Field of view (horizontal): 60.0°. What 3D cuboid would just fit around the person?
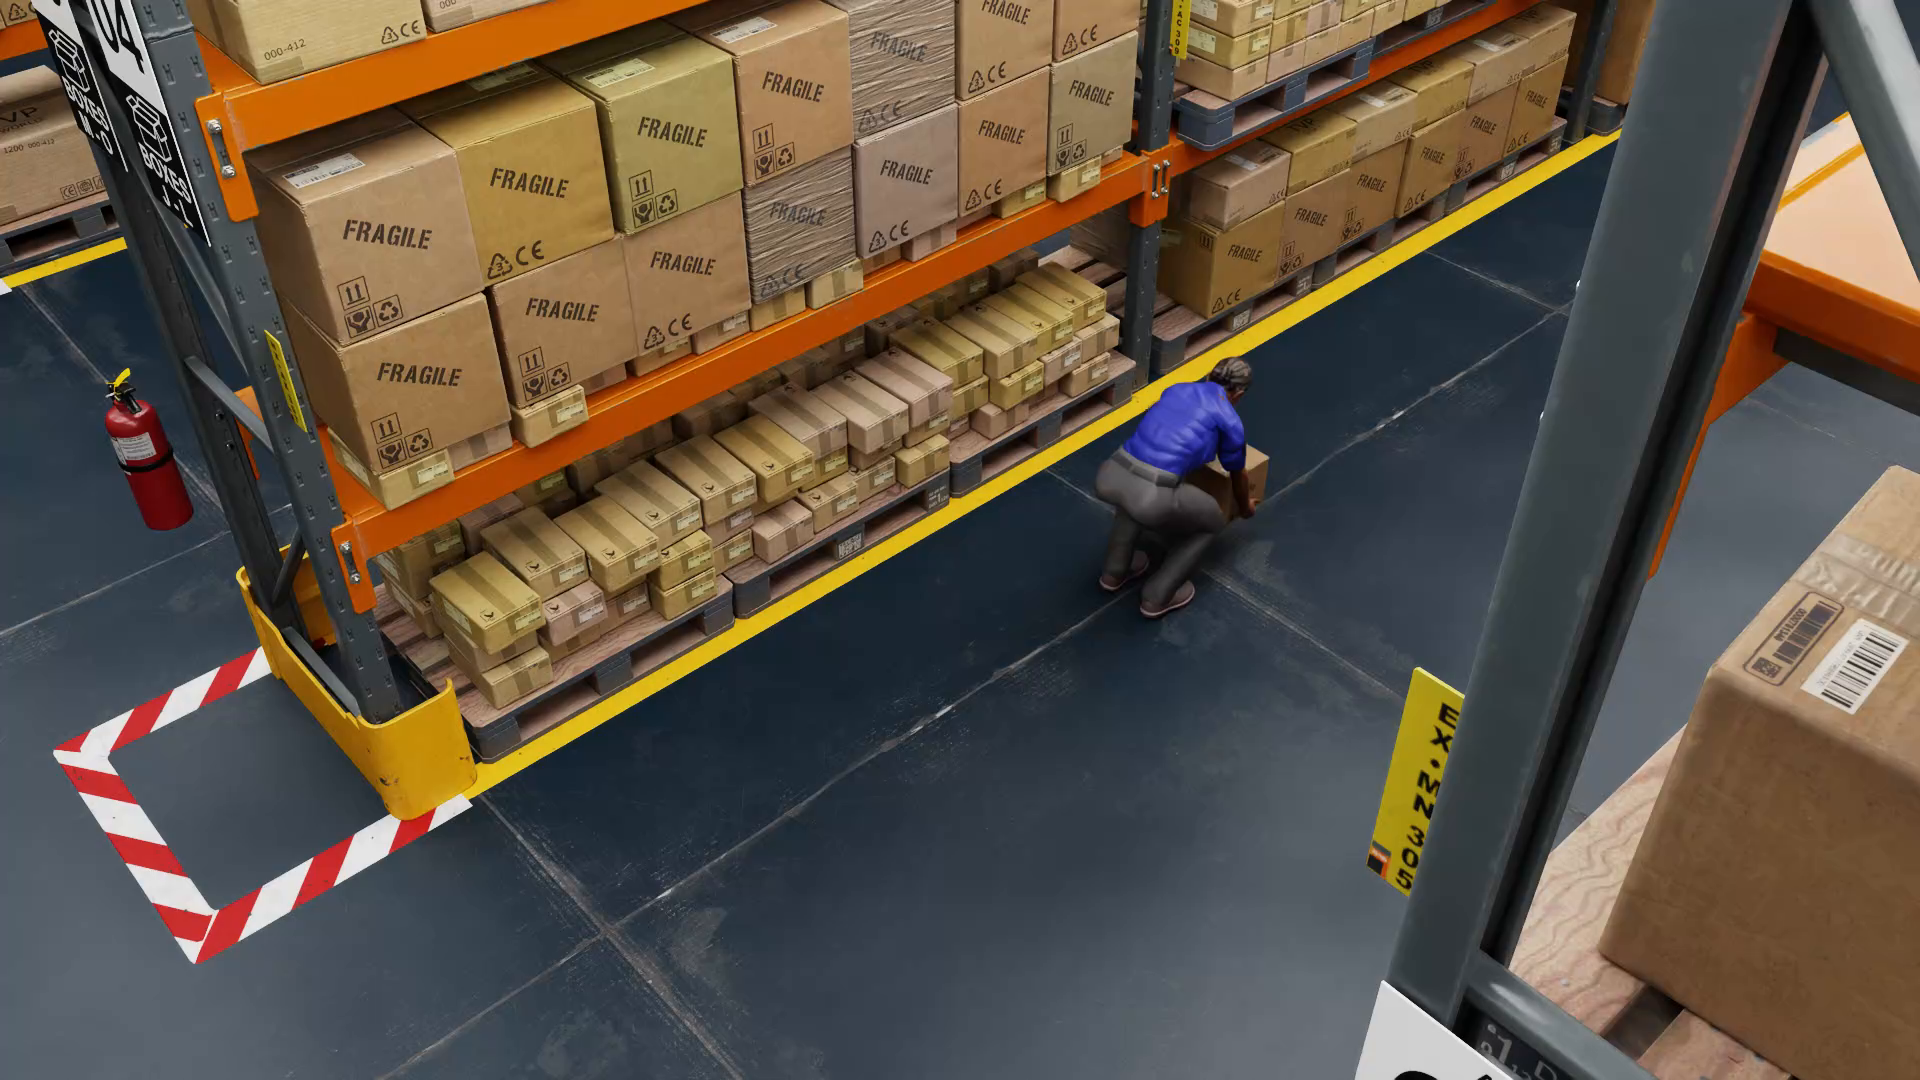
[{"bbox_3d":[0.911,-0.222,6.973,0.470,0.956,0.860,32,50,32],"label":"person"}]
